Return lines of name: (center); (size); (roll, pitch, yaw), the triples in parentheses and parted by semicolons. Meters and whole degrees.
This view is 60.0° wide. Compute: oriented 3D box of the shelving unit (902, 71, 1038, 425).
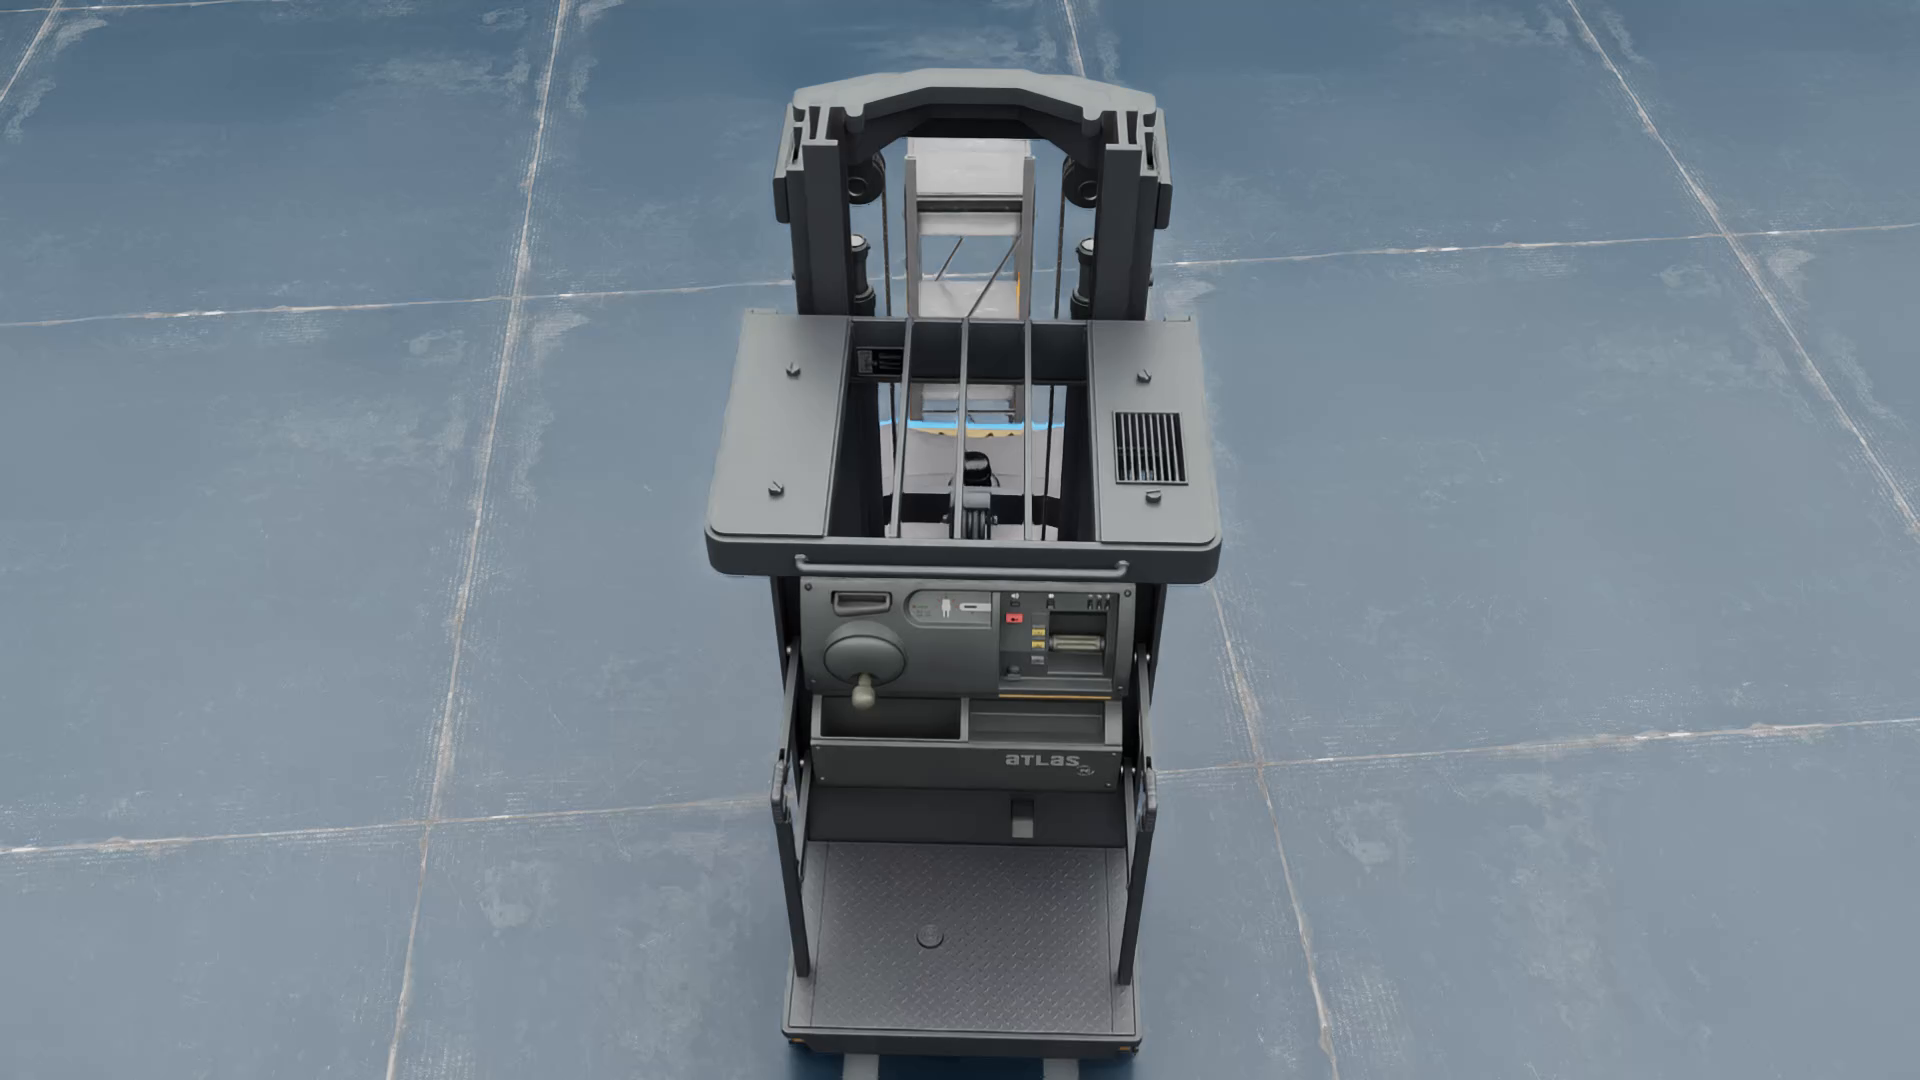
shelving unit: (0.028, -0.630, 6.036); (0.431, 2.100, 0.503); (0, 47, 0)

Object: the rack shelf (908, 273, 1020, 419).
rack shelf: (0.028, -0.621, 6.046); (0.431, 0.518, 0.480); (0, 47, 0)

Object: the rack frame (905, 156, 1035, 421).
rack frame: (0.029, -0.453, 5.868); (0.400, 2.100, 0.015); (0, 47, 0)

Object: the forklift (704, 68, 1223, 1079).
forklift: (0.017, 0.382, 4.506); (1.130, 2.935, 3.031); (1, 47, 1)

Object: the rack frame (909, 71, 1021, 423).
rack frame: (0.028, -0.807, 6.204); (0.400, 2.100, 0.015); (0, 47, 0)

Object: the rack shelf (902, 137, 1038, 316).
rack shelf: (0.030, -1.102, 5.538); (0.431, 0.518, 0.480); (0, 47, 0)

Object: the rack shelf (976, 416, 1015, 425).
rack shelf: (0.027, -0.139, 6.554); (0.431, 0.518, 0.480); (0, 47, 0)
